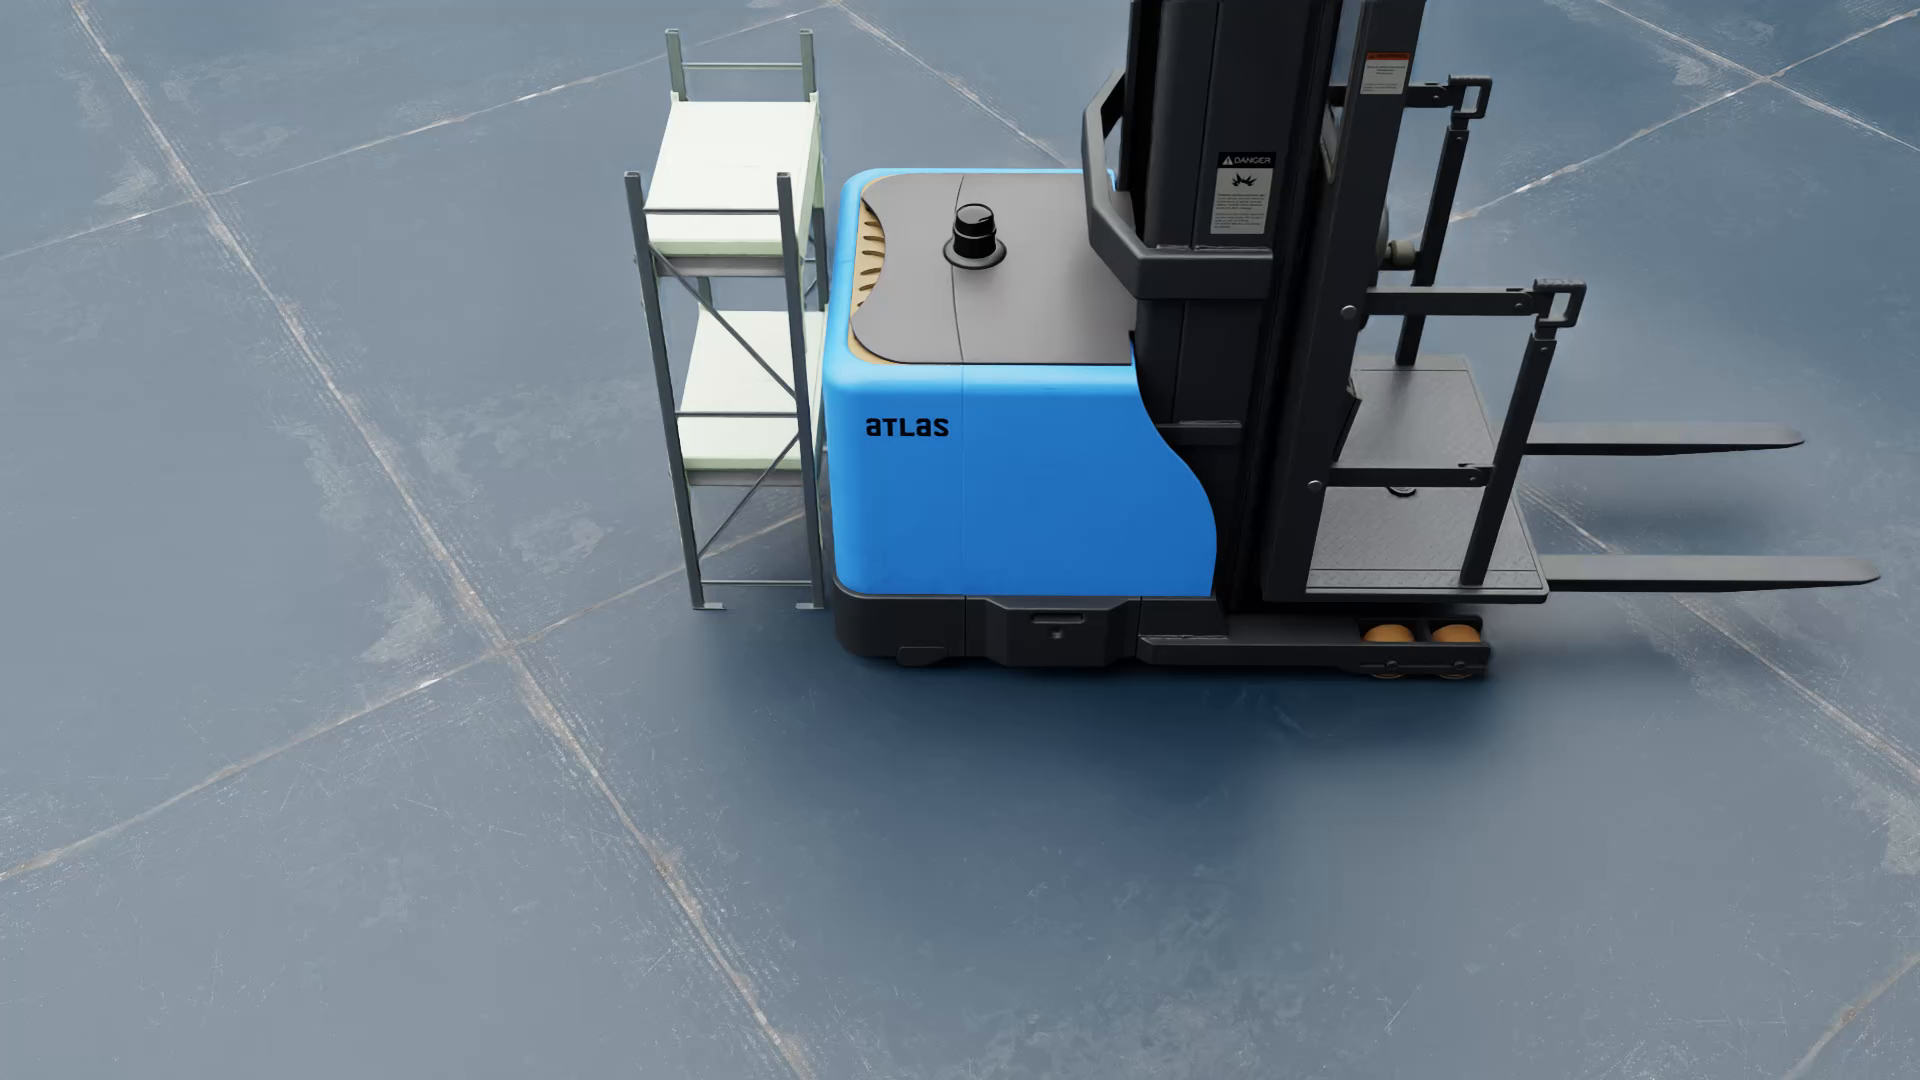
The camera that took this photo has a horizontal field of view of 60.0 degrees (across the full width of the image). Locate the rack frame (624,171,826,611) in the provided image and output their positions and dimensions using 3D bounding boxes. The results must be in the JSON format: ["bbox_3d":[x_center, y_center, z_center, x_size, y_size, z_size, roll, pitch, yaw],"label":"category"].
[{"bbox_3d":[-0.608,-0.338,4.518,0.400,1.500,0.023,0,44,0],"label":"rack frame"}]

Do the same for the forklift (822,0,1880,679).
[{"bbox_3d":[1.155,-1.028,4.204,3.031,2.935,1.130,0,44,0],"label":"forklift"}]

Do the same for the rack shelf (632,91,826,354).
[{"bbox_3d":[-0.605,-0.873,4.513,0.431,0.370,0.720,0,44,0],"label":"rack shelf"}]

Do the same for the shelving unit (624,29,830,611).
[{"bbox_3d":[-0.605,-0.591,4.783,0.431,1.500,0.755,0,44,0],"label":"shelving unit"}]

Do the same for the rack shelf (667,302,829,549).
[{"bbox_3d":[-0.605,-0.355,5.008,0.431,0.370,0.720,0,44,0],"label":"rack shelf"}]

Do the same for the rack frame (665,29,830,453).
[{"bbox_3d":[-0.602,-0.843,5.047,0.400,1.500,0.023,0,44,0],"label":"rack frame"}]
